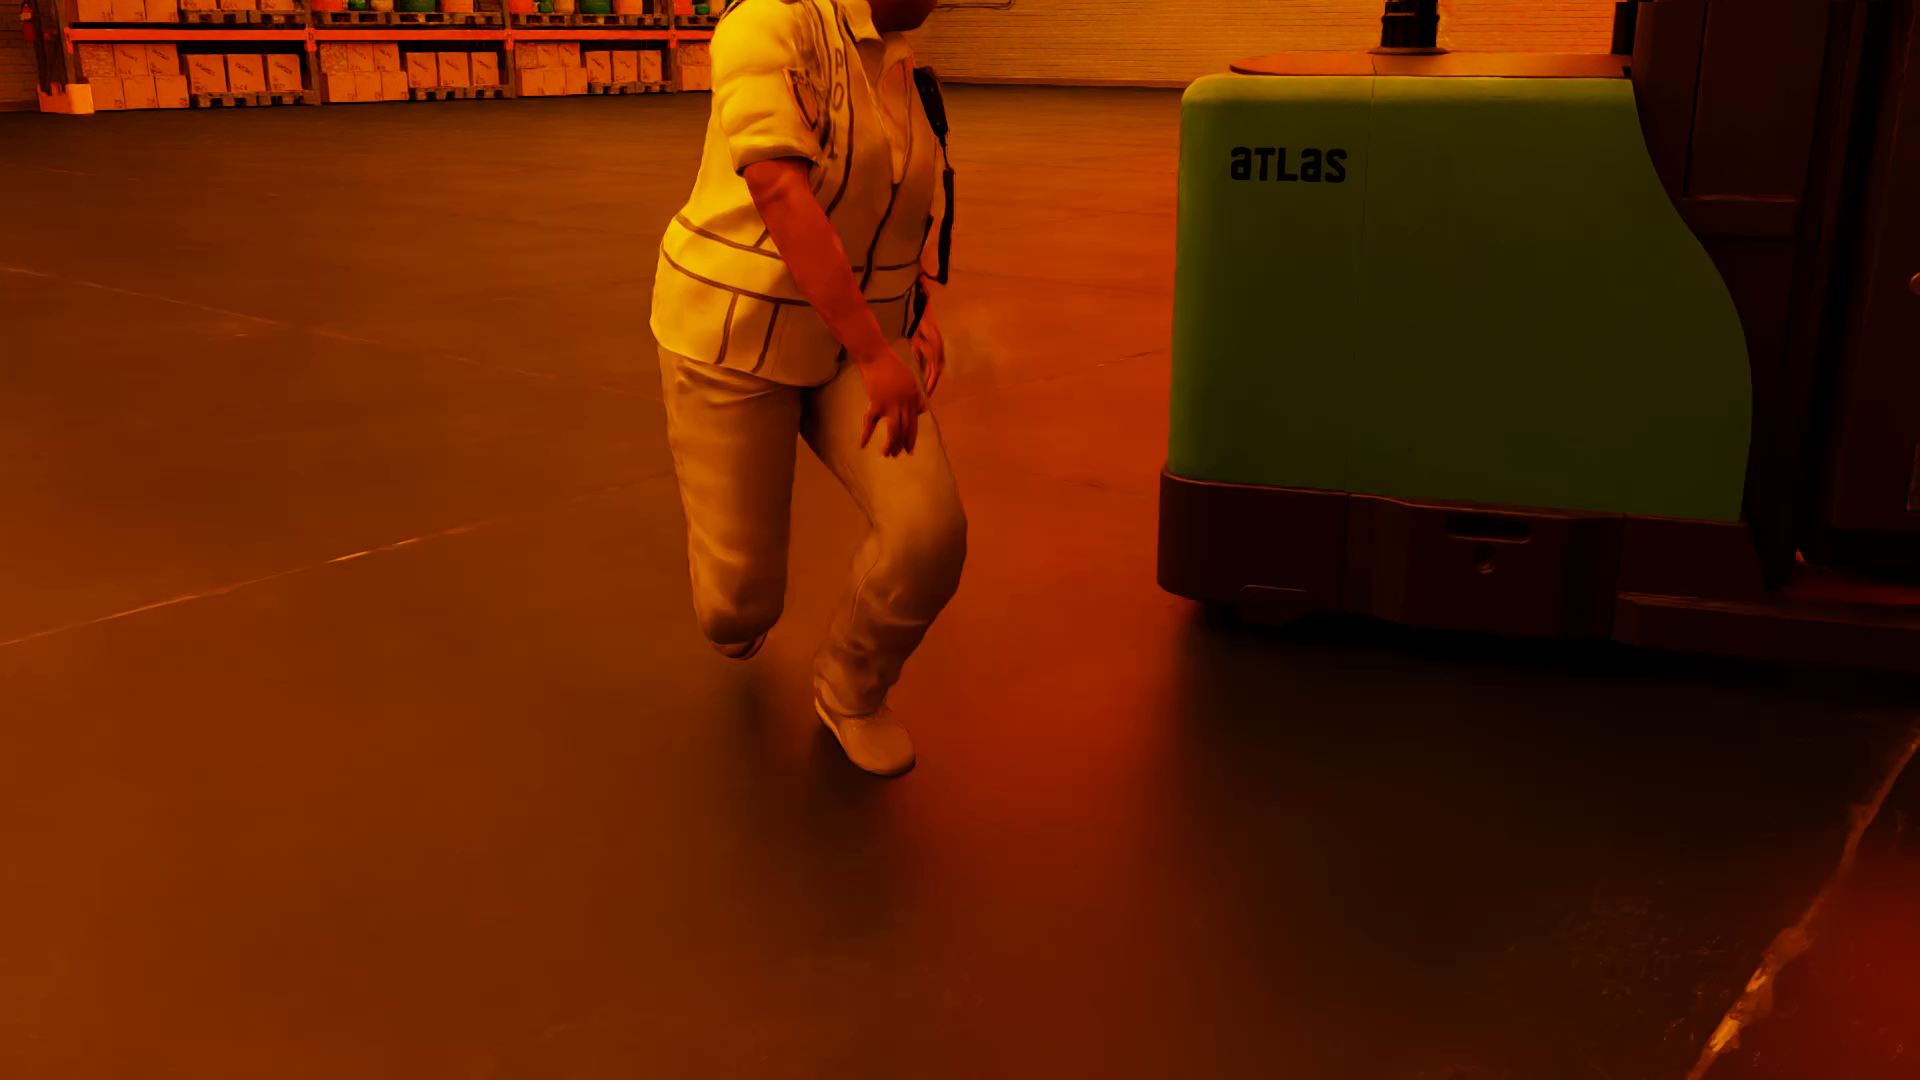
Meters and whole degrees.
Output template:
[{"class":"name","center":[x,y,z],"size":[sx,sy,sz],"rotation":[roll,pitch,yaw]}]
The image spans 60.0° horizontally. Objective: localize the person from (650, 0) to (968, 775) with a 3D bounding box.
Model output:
[{"class":"person","center":[-0.206,-0.360,2.731],"size":[0.598,1.445,0.778],"rotation":[-12,21,-35]}]

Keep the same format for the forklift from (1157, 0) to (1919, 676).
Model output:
[{"class":"forklift","center":[1.978,-1.236,2.969],"size":[3.031,2.935,1.130],"rotation":[5,18,17]}]
